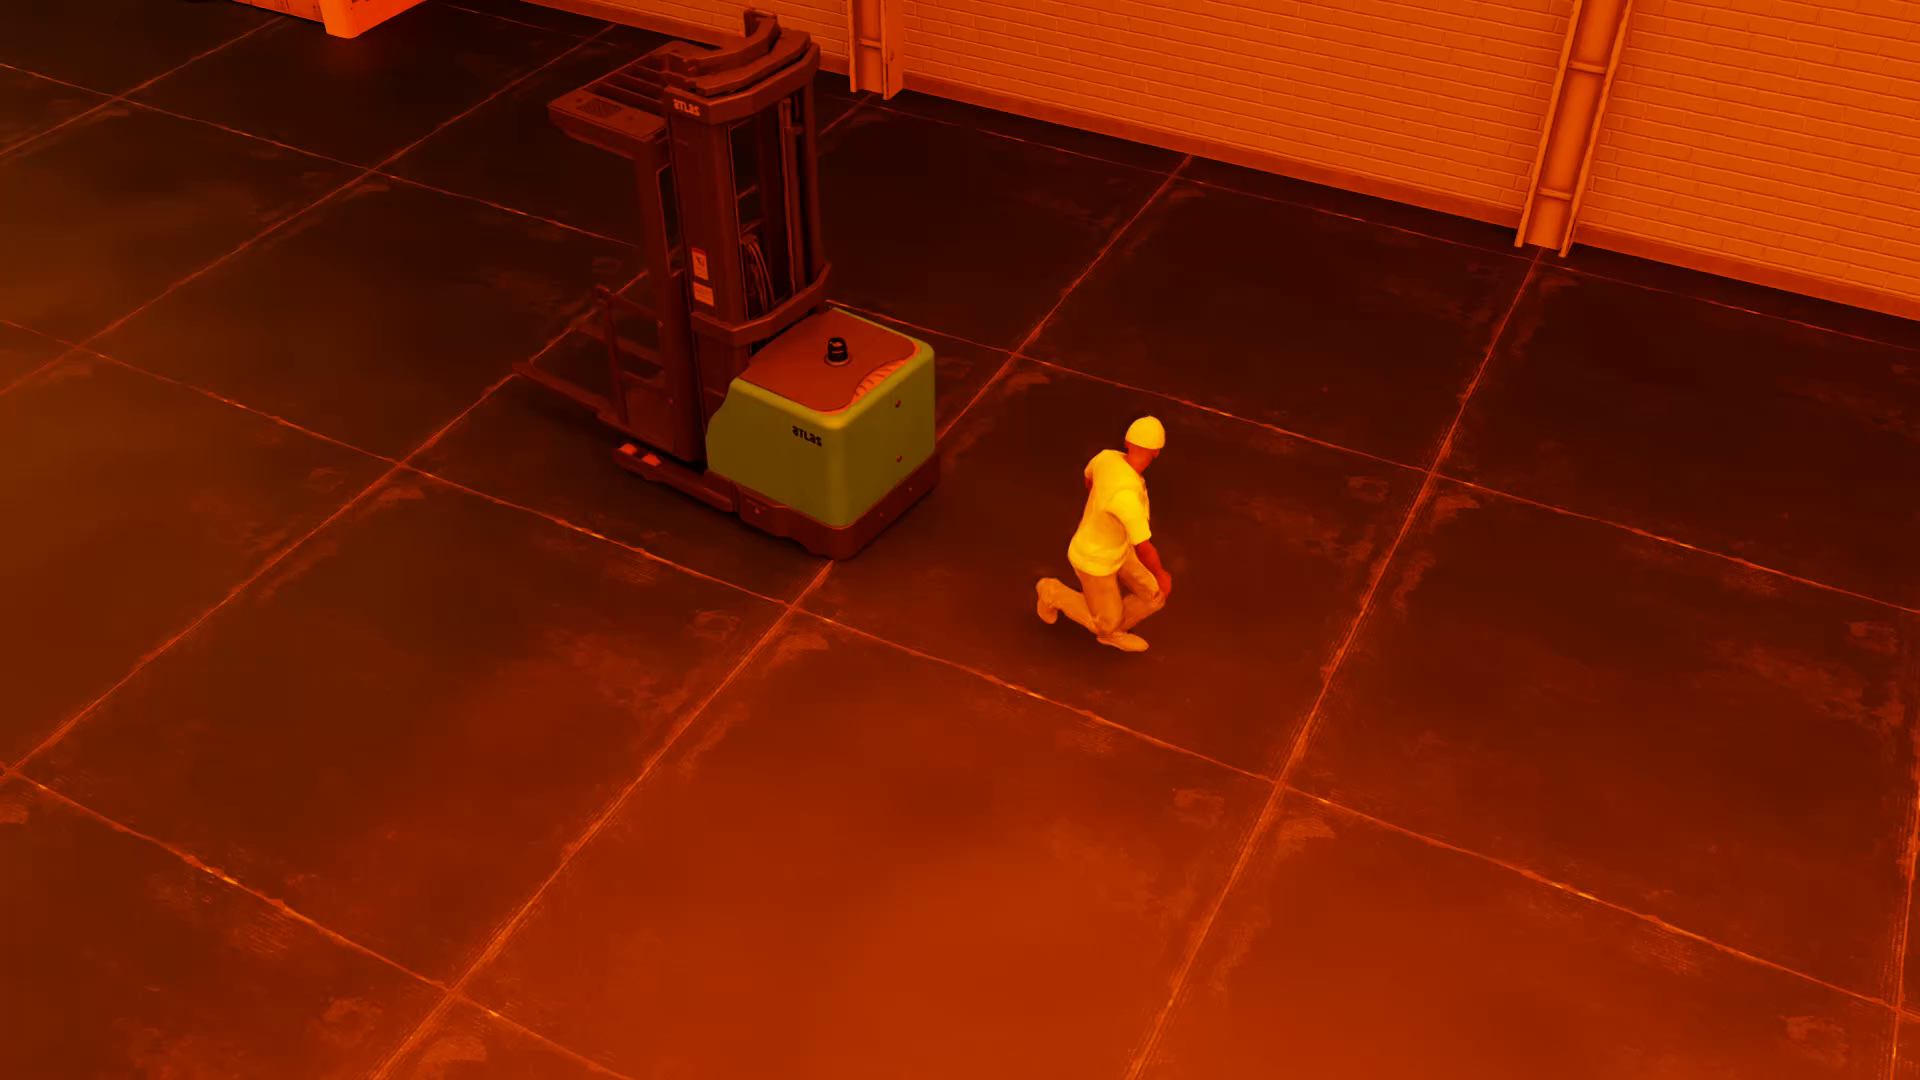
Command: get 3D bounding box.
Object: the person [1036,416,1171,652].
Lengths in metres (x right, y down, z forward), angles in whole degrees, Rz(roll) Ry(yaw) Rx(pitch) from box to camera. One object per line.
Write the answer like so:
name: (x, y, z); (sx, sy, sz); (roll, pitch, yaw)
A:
person: (0.828, -0.032, 9.130); (0.814, 1.538, 0.691); (14, 42, 16)

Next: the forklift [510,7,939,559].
forklift: (-1.637, -1.758, 10.073); (3.031, 2.935, 1.130); (24, 46, 26)
